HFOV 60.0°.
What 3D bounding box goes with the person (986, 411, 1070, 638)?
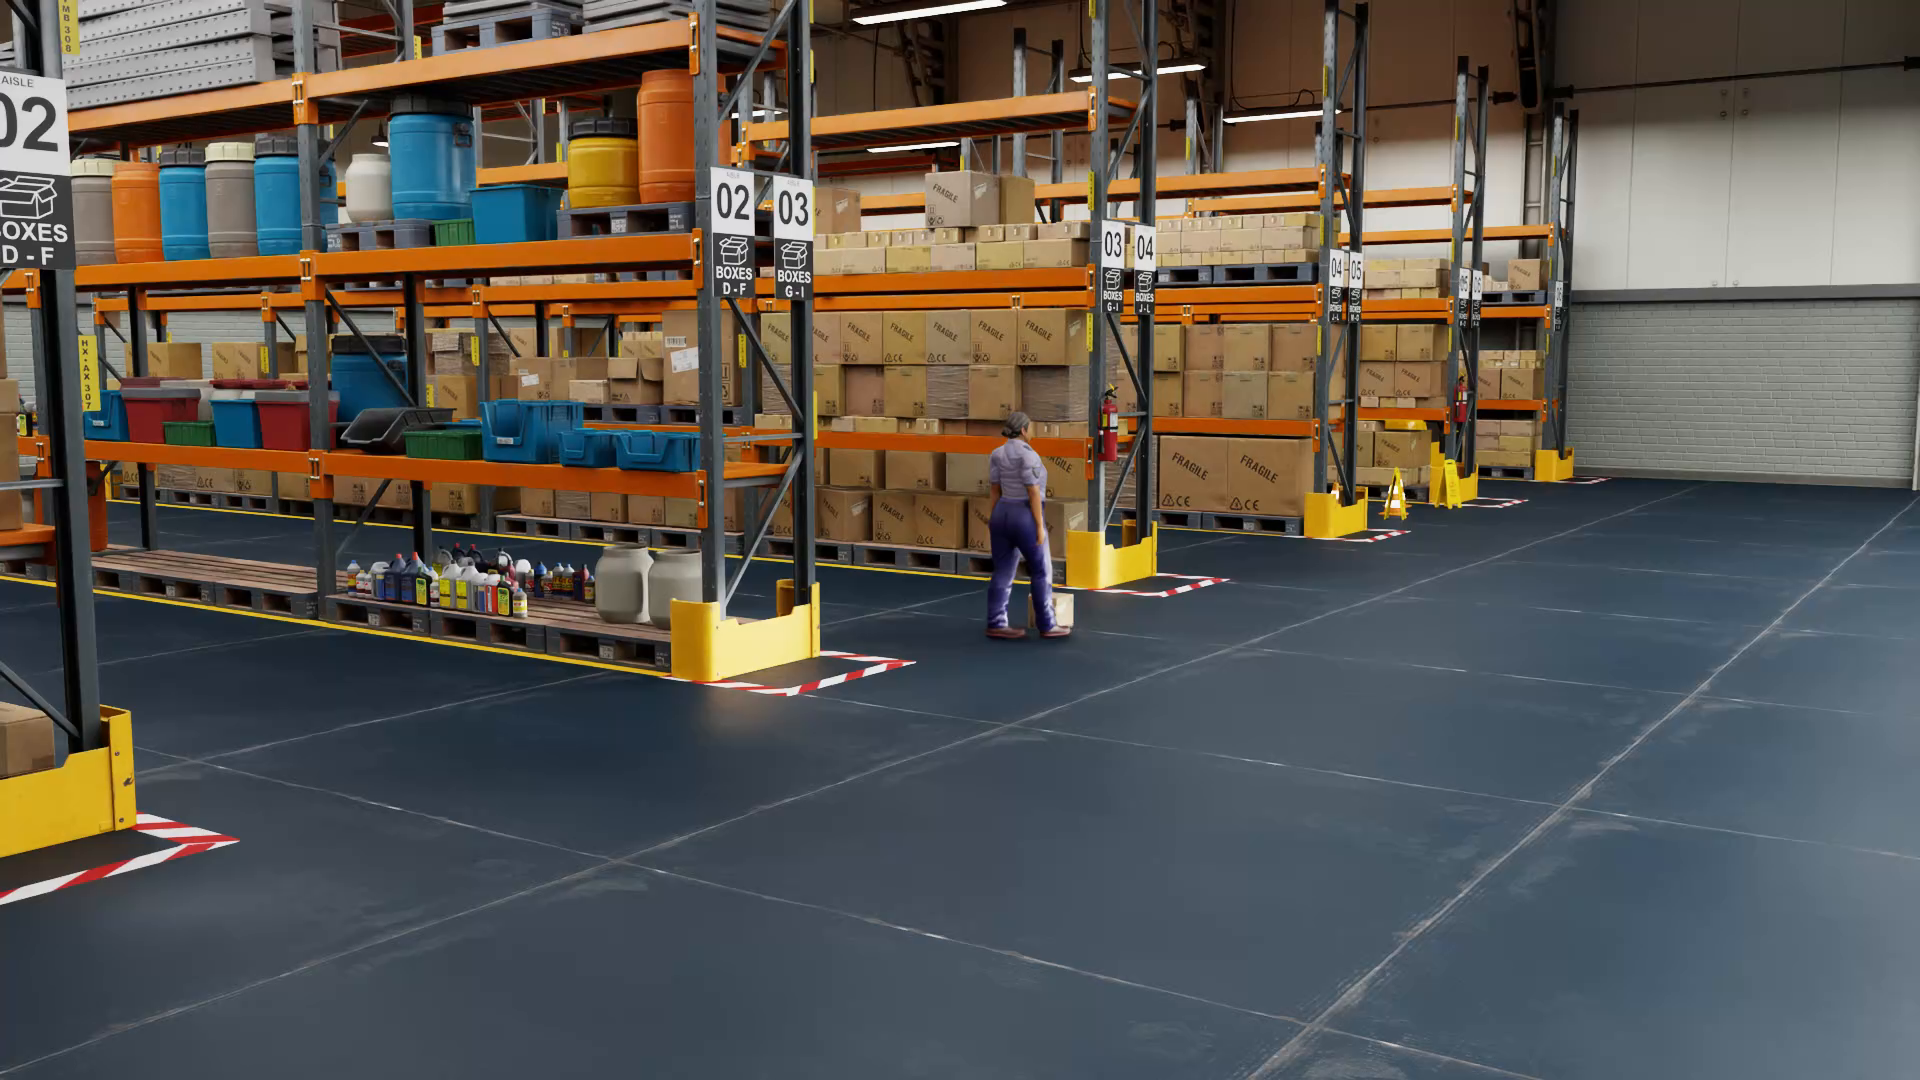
[{"bbox_3d":[0.486,-0.115,12.070,0.572,1.643,0.479,-6,9,-43],"label":"person"}]
